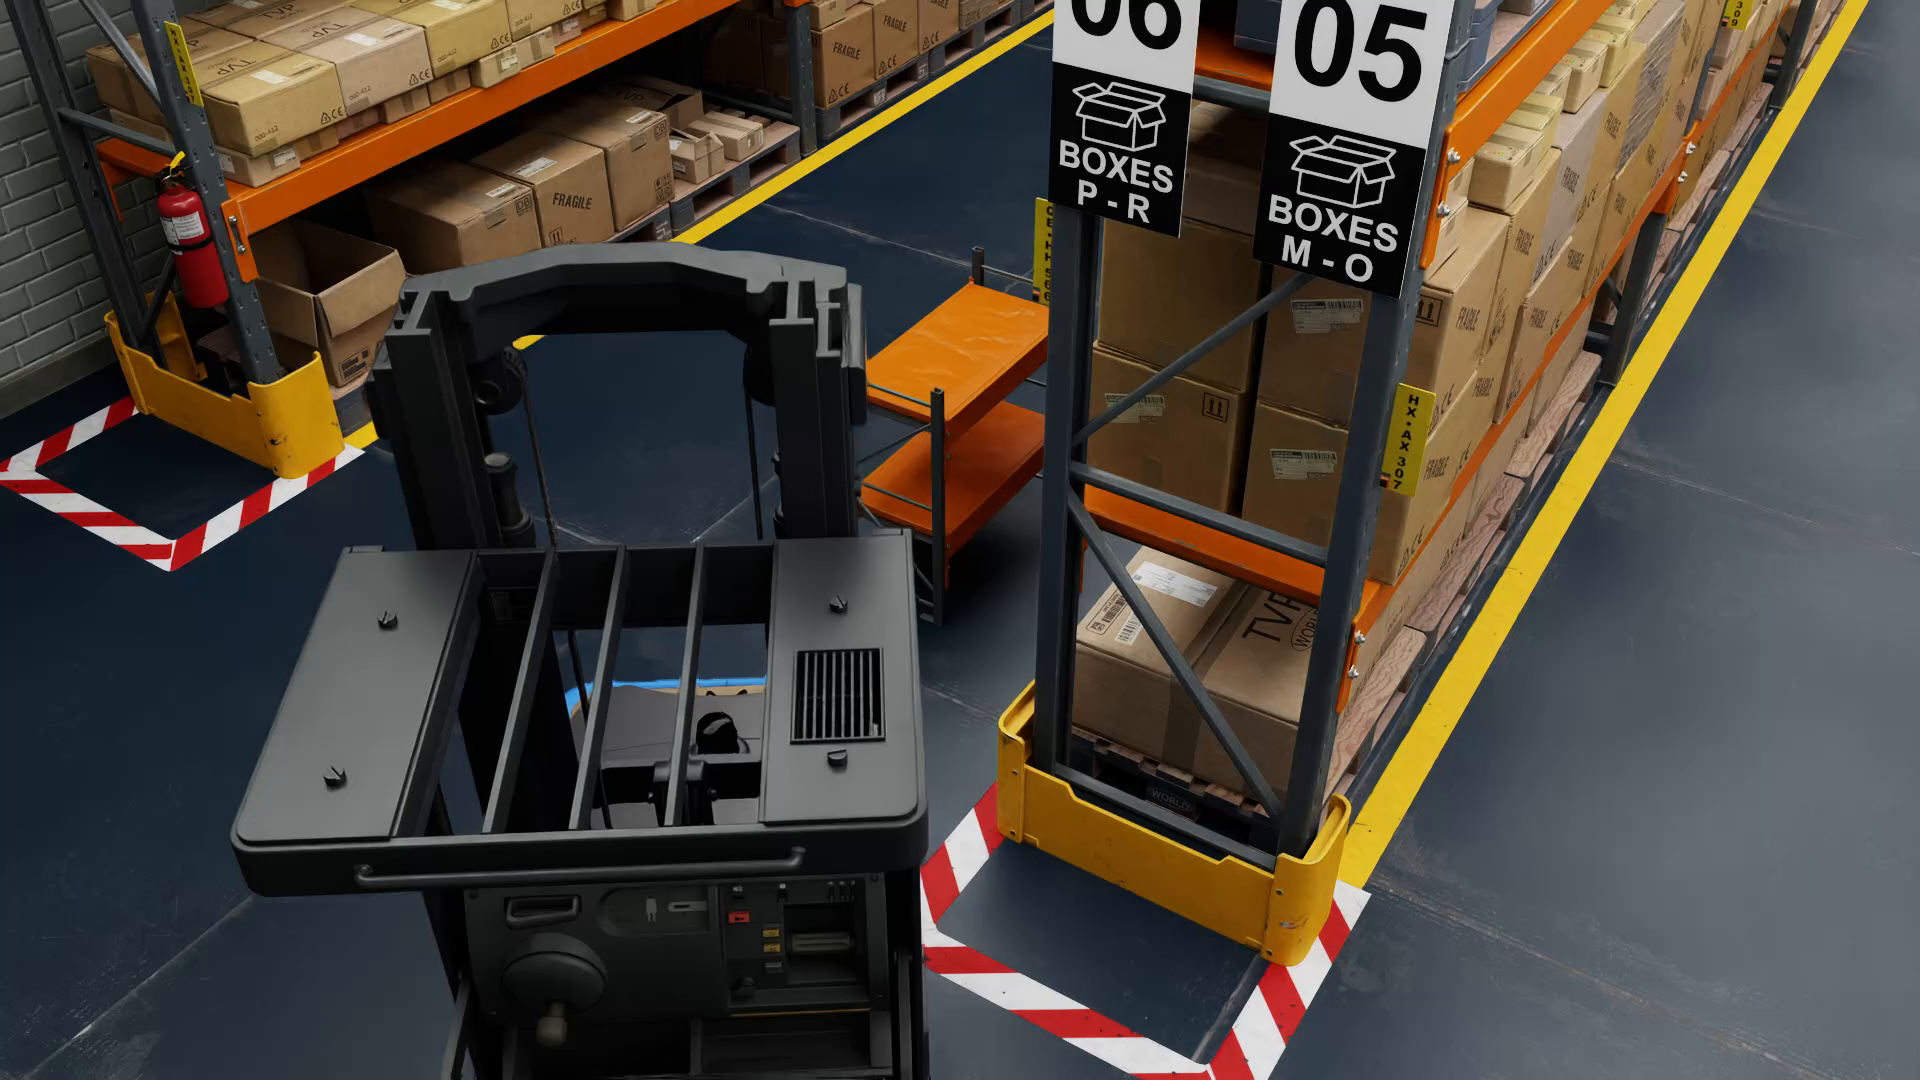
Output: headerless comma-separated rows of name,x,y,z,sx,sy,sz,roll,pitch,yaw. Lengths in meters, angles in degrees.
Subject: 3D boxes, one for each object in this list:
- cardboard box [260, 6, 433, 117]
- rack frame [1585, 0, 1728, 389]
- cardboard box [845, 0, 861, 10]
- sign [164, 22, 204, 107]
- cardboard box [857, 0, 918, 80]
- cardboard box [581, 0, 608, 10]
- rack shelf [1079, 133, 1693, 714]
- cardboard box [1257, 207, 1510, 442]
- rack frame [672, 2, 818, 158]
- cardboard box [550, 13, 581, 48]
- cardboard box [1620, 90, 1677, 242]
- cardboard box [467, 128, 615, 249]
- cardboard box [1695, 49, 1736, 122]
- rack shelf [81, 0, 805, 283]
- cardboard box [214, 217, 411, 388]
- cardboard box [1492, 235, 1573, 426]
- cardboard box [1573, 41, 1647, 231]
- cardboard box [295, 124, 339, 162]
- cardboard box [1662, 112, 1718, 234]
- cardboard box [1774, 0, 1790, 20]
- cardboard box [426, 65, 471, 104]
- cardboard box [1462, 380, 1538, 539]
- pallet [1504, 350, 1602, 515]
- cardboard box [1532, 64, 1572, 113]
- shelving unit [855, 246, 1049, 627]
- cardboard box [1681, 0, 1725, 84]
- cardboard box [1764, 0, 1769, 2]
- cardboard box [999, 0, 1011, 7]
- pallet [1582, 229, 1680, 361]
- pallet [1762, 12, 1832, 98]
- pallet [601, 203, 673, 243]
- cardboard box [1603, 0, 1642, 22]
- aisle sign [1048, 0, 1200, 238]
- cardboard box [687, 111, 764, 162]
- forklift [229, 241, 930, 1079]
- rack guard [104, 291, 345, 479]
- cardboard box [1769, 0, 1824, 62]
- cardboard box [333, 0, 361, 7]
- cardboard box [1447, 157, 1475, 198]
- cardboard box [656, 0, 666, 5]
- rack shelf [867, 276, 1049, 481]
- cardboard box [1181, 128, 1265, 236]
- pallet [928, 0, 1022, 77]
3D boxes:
cardboard box,-2.748,-2.155,7.467,0.500,0.250,0.500,22,43,26
rack frame,2.847,-2.131,7.557,1.000,3.000,0.127,21,42,25
cardboard box,-0.846,-3.452,10.443,0.380,0.149,0.250,20,42,24
sign,-3.031,-1.856,6.491,0.100,0.325,0.005,21,42,25
cardboard box,-0.620,-3.382,10.884,0.500,0.500,0.500,21,42,25
cardboard box,-1.947,-2.953,8.503,0.500,0.250,0.500,21,42,25
rack shelf,1.776,-0.815,6.439,1.077,0.370,4.000,21,42,25
cardboard box,1.202,-0.659,4.747,0.500,0.500,0.500,20,42,24
rack frame,-1.346,-3.752,9.661,1.000,3.000,0.127,21,42,25
cardboard box,-2.145,-2.616,8.393,0.380,0.149,0.250,21,42,25
cardboard box,2.544,-1.581,6.762,0.500,0.500,0.500,20,42,24
cardboard box,-2.223,-1.819,8.856,0.500,0.500,0.500,22,43,26
cardboard box,3.306,-2.212,7.785,0.500,0.250,0.500,20,42,24
rack shelf,-2.417,-2.437,8.543,1.077,0.370,4.000,21,42,25
cardboard box,-3.081,-1.152,7.989,0.797,0.503,0.637,19,42,23
cardboard box,1.739,-0.788,5.734,0.500,0.500,0.500,21,42,25
cardboard box,2.009,-1.453,5.777,0.500,0.500,0.500,21,42,25
cardboard box,-2.984,-1.817,7.356,0.380,0.149,0.250,22,43,26
cardboard box,3.589,-2.270,9.134,0.875,0.875,0.875,22,43,26
cardboard box,4.145,-2.993,8.798,0.500,0.250,0.500,20,42,24
cardboard box,-2.548,-2.213,7.869,0.380,0.149,0.250,22,43,26
cardboard box,1.941,-0.532,7.238,0.875,0.438,0.875,20,42,24
pallet,2.374,-0.660,7.933,1.003,0.211,1.213,21,42,25
cardboard box,1.666,-1.403,5.181,0.380,0.149,0.250,22,43,26
shelving unit,-0.004,-0.442,6.902,0.538,1.125,1.048,21,42,25
cardboard box,2.828,-2.233,6.789,0.500,0.500,0.500,21,42,25
cardboard box,3.870,-2.933,8.312,0.500,0.250,0.500,22,43,26
cardboard box,0.197,-4.177,11.915,0.500,0.500,0.500,23,43,27
pallet,3.197,-1.449,8.957,1.003,0.211,1.213,21,42,25
pallet,5.410,-3.491,11.605,1.003,0.211,1.213,21,42,25
pallet,-2.368,-1.663,9.234,1.003,0.211,1.213,21,42,25
cardboard box,2.094,-1.790,5.684,0.380,0.149,0.250,21,42,25
aisle sign,0.404,-1.163,4.172,0.394,0.787,0.004,21,42,25
cardboard box,-1.396,-2.406,9.906,0.380,0.149,0.250,20,42,24
forklift,-0.616,0.993,3.561,1.130,2.935,3.031,-2,38,-2
rack guard,-3.448,-0.740,7.800,1.175,0.500,0.348,21,42,25
cardboard box,5.301,-3.606,11.280,0.950,0.372,0.625,18,41,22
cardboard box,-2.920,-2.592,8.035,0.500,0.250,0.500,23,43,26
cardboard box,1.208,-1.012,4.674,0.380,0.149,0.250,22,43,26
cardboard box,-1.707,-2.996,8.886,0.380,0.149,0.250,22,43,26
rack shelf,-0.004,-0.674,6.723,0.538,0.278,1.000,21,42,25
cardboard box,0.727,-1.012,4.673,0.380,0.149,0.250,22,43,26
pallet,-0.289,-3.711,11.891,1.003,0.211,1.213,21,42,25
